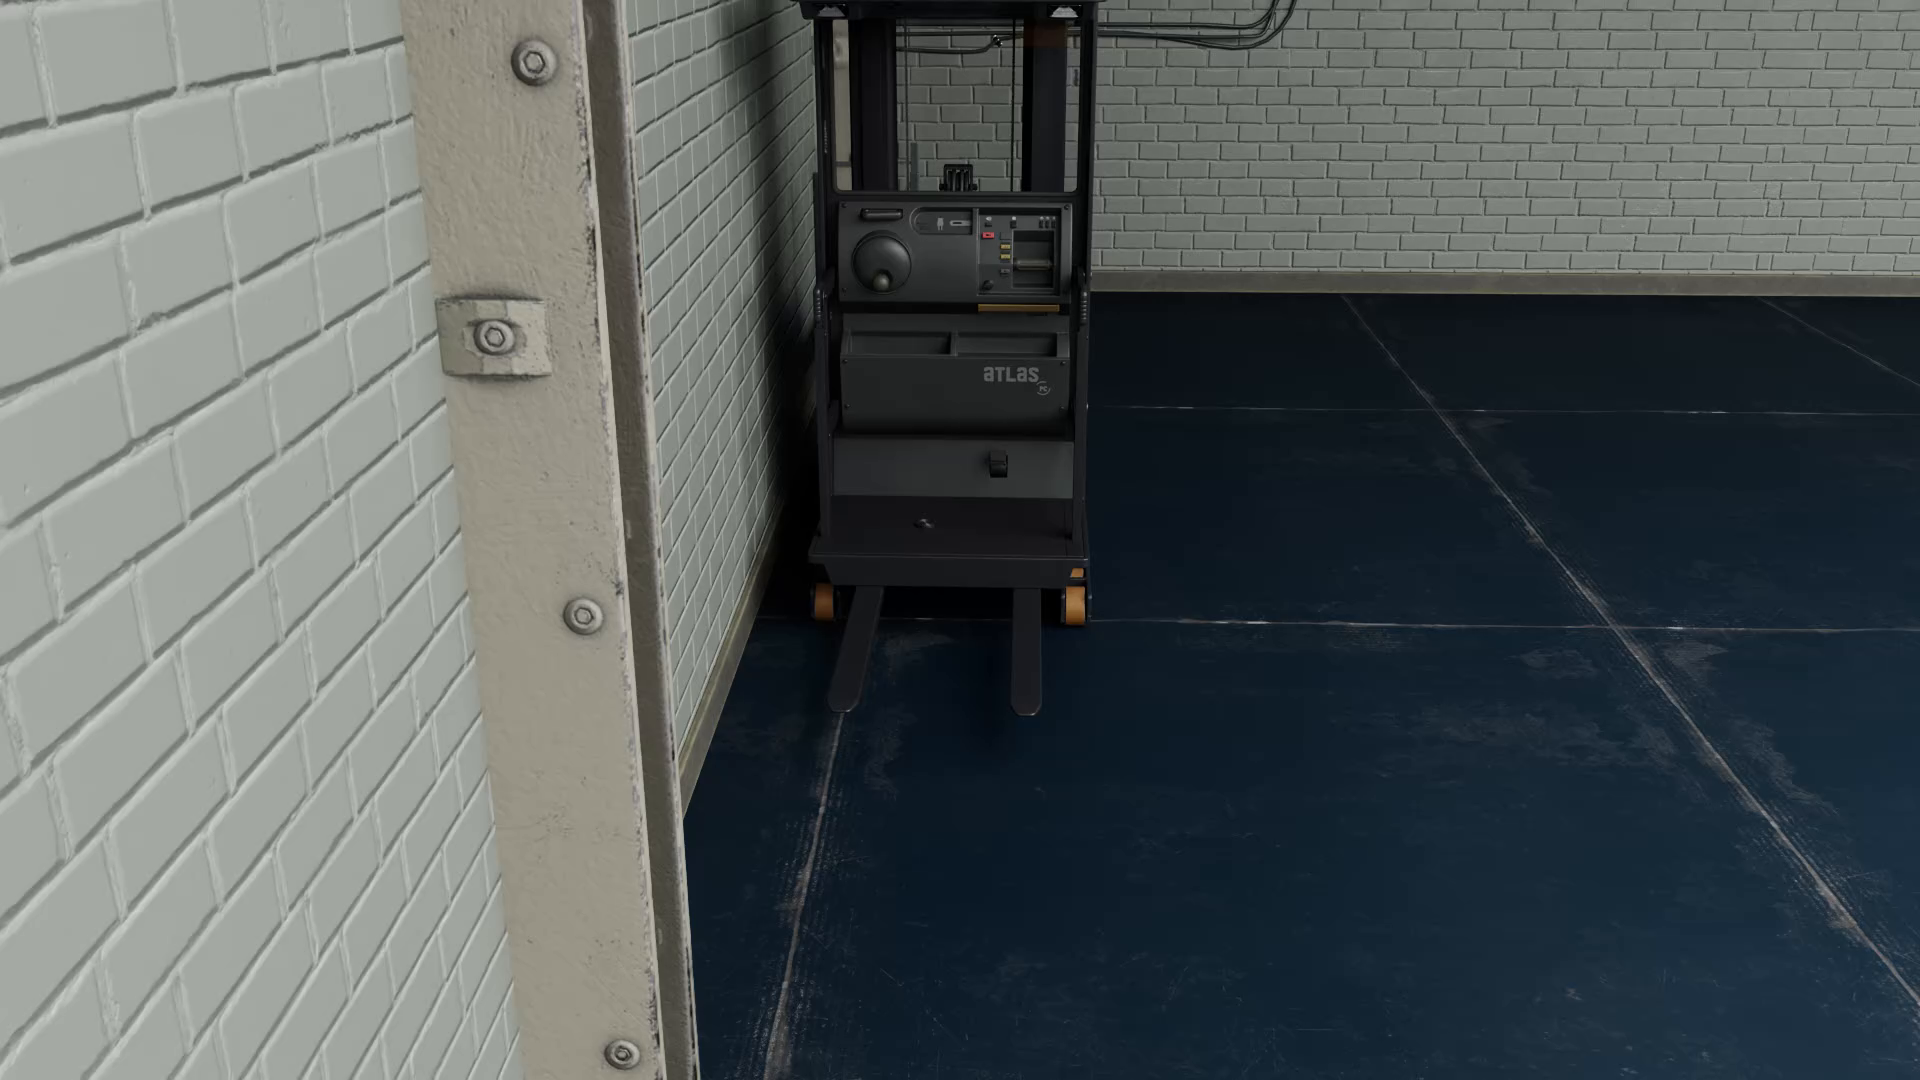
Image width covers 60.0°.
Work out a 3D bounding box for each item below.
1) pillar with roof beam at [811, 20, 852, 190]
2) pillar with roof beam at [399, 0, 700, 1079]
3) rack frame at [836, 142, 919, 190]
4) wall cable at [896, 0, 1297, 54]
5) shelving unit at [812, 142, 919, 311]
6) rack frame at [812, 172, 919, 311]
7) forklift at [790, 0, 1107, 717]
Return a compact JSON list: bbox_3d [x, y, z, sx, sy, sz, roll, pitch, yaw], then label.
[{"bbox_3d":[3.685,-4.921,7.771,9.100,9.000,0.400,1,21,2],"label":"pillar with roof beam"},{"bbox_3d":[3.502,-2.751,2.180,9.100,9.000,0.400,1,21,2],"label":"pillar with roof beam"},{"bbox_3d":[-0.467,-1.395,9.040,0.500,1.500,0.032,-1,21,-1],"label":"rack frame"},{"bbox_3d":[0.793,-4.571,11.162,3.097,2.526,0.112,1,21,2],"label":"wall cable"},{"bbox_3d":[-0.454,-1.212,8.566,0.538,1.500,1.048,-1,21,-1],"label":"shelving unit"},{"bbox_3d":[-0.442,-1.029,8.092,0.500,1.500,0.032,-1,21,-1],"label":"rack frame"},{"bbox_3d":[-0.026,-1.139,6.412,1.130,2.935,3.031,1,21,2],"label":"forklift"}]
